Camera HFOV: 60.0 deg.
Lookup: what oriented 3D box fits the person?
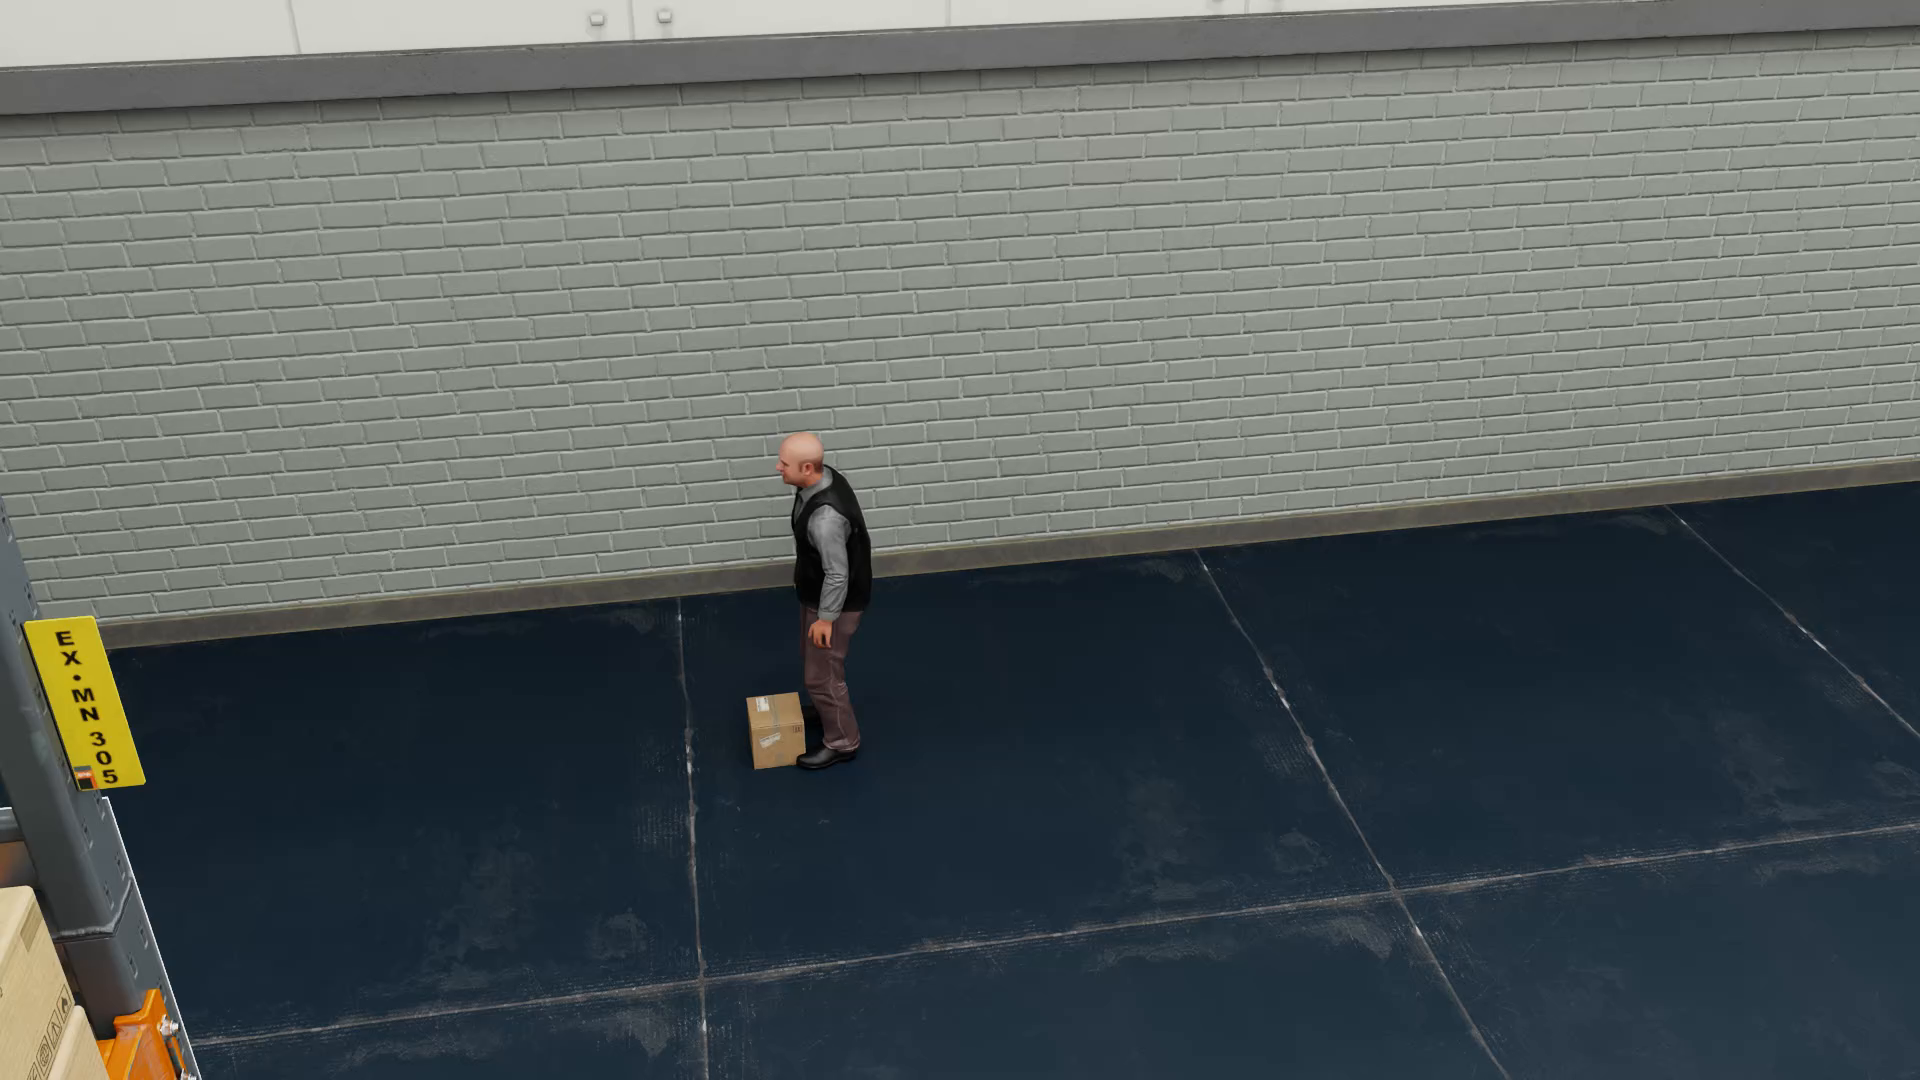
[{"bbox_3d":[-0.613,0.305,7.743,0.411,1.619,0.588,-6,31,-10],"label":"person"}]
